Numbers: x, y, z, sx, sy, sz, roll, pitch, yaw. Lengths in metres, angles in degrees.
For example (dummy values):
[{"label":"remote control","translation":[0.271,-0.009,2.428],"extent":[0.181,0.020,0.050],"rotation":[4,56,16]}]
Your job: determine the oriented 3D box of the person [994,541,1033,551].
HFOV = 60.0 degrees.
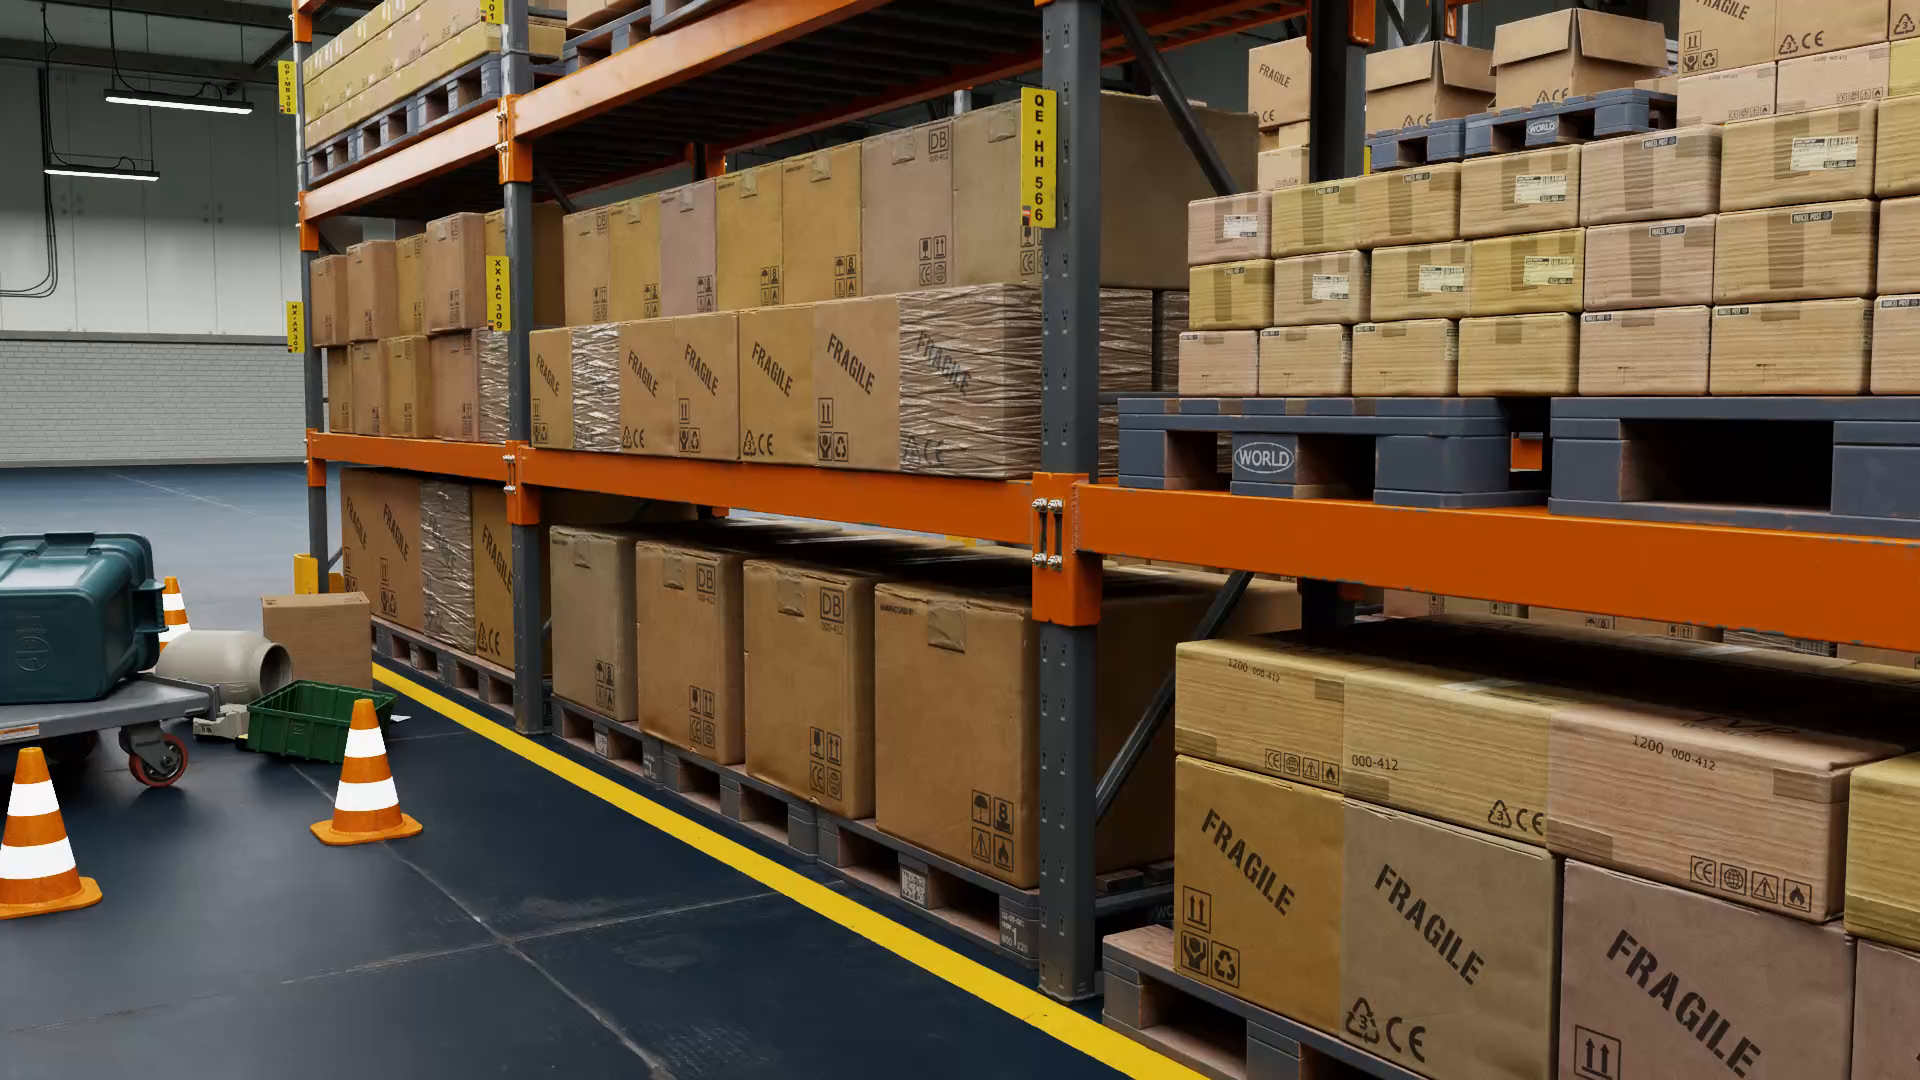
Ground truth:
[{"label":"person","translation":[0.408,-0.164,9.921],"extent":[0.530,1.691,0.447],"rotation":[-3,6,-34]}]
